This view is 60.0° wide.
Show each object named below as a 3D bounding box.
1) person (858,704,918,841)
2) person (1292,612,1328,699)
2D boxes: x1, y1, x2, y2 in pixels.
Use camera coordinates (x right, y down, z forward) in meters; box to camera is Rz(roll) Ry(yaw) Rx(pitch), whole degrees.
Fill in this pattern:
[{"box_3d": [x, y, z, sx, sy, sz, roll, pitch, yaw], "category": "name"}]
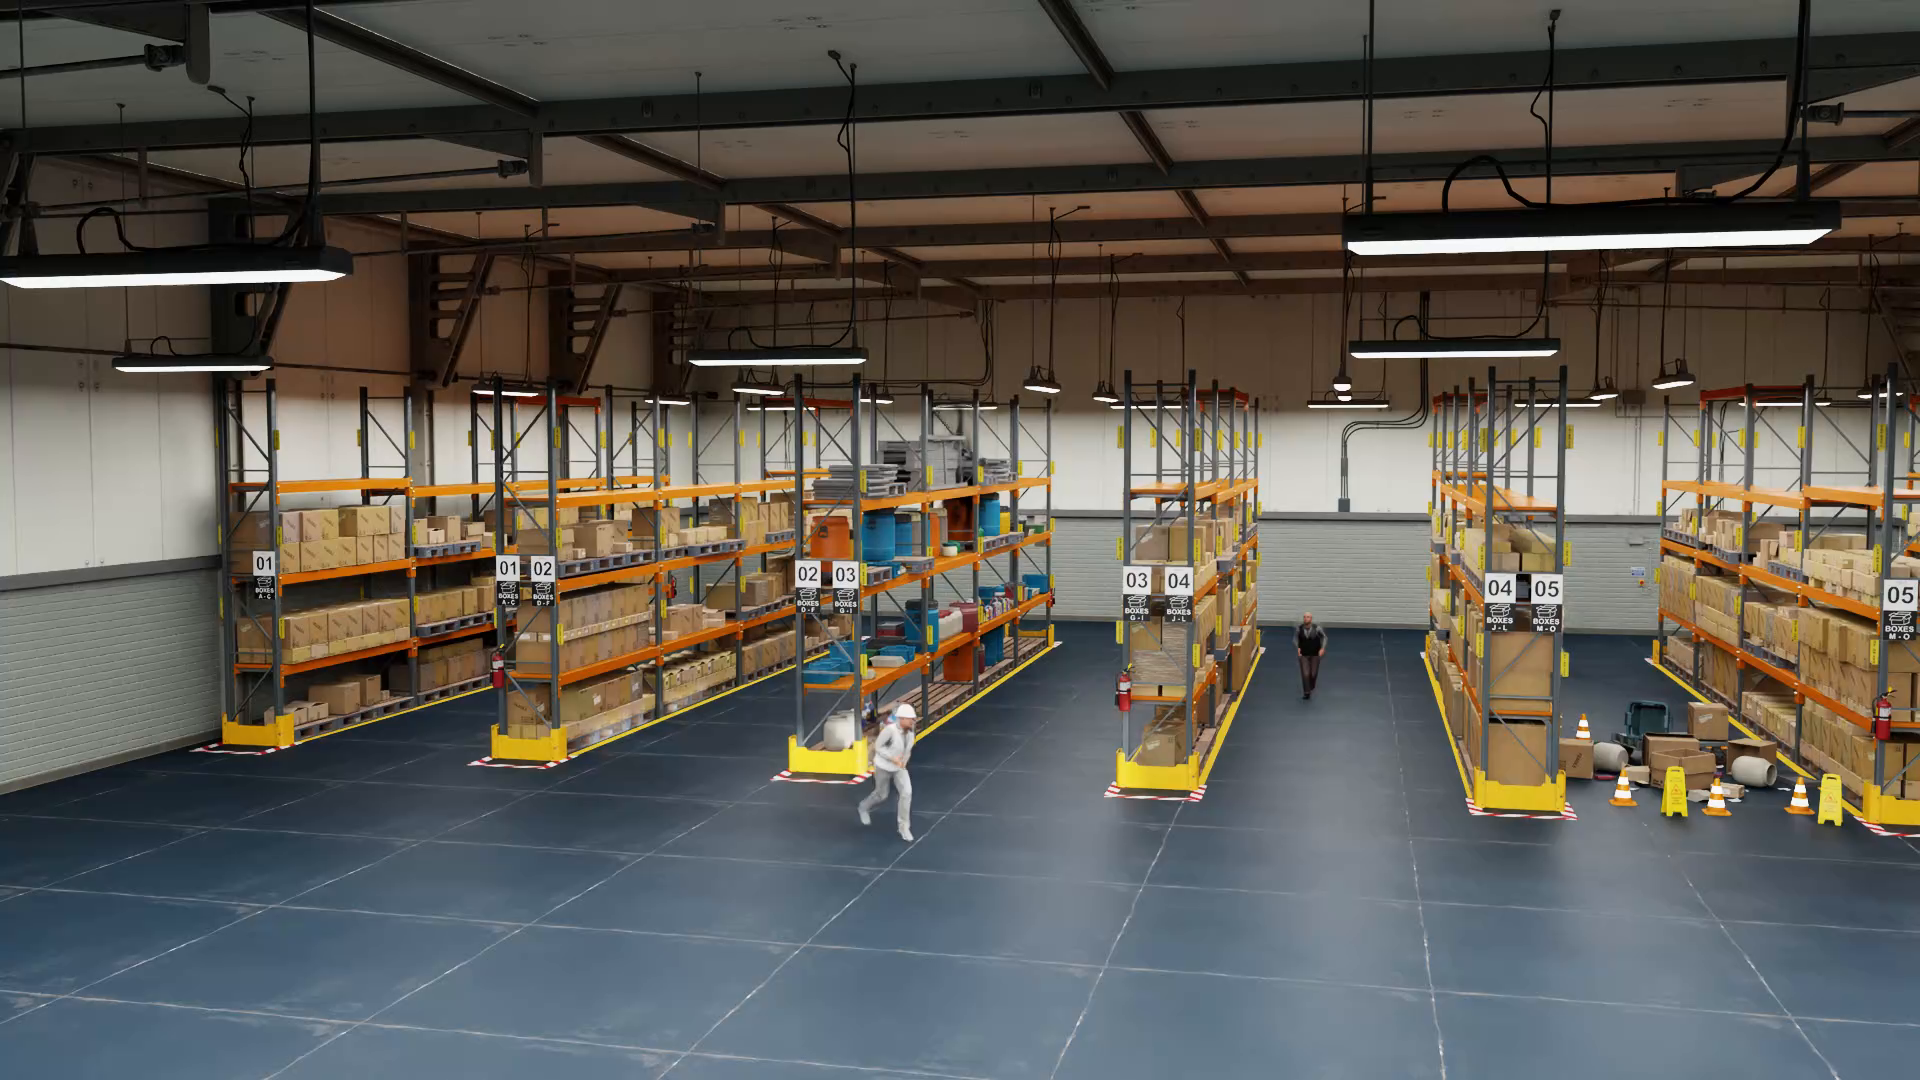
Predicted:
[{"box_3d": [-0.911, 2.907, 21.123, 1.045, 1.733, 0.697, 3, 5, 43], "category": "person"}, {"box_3d": [6.750, 2.239, 32.139, 0.675, 1.683, 0.652, 1, 4, 18], "category": "person"}]
